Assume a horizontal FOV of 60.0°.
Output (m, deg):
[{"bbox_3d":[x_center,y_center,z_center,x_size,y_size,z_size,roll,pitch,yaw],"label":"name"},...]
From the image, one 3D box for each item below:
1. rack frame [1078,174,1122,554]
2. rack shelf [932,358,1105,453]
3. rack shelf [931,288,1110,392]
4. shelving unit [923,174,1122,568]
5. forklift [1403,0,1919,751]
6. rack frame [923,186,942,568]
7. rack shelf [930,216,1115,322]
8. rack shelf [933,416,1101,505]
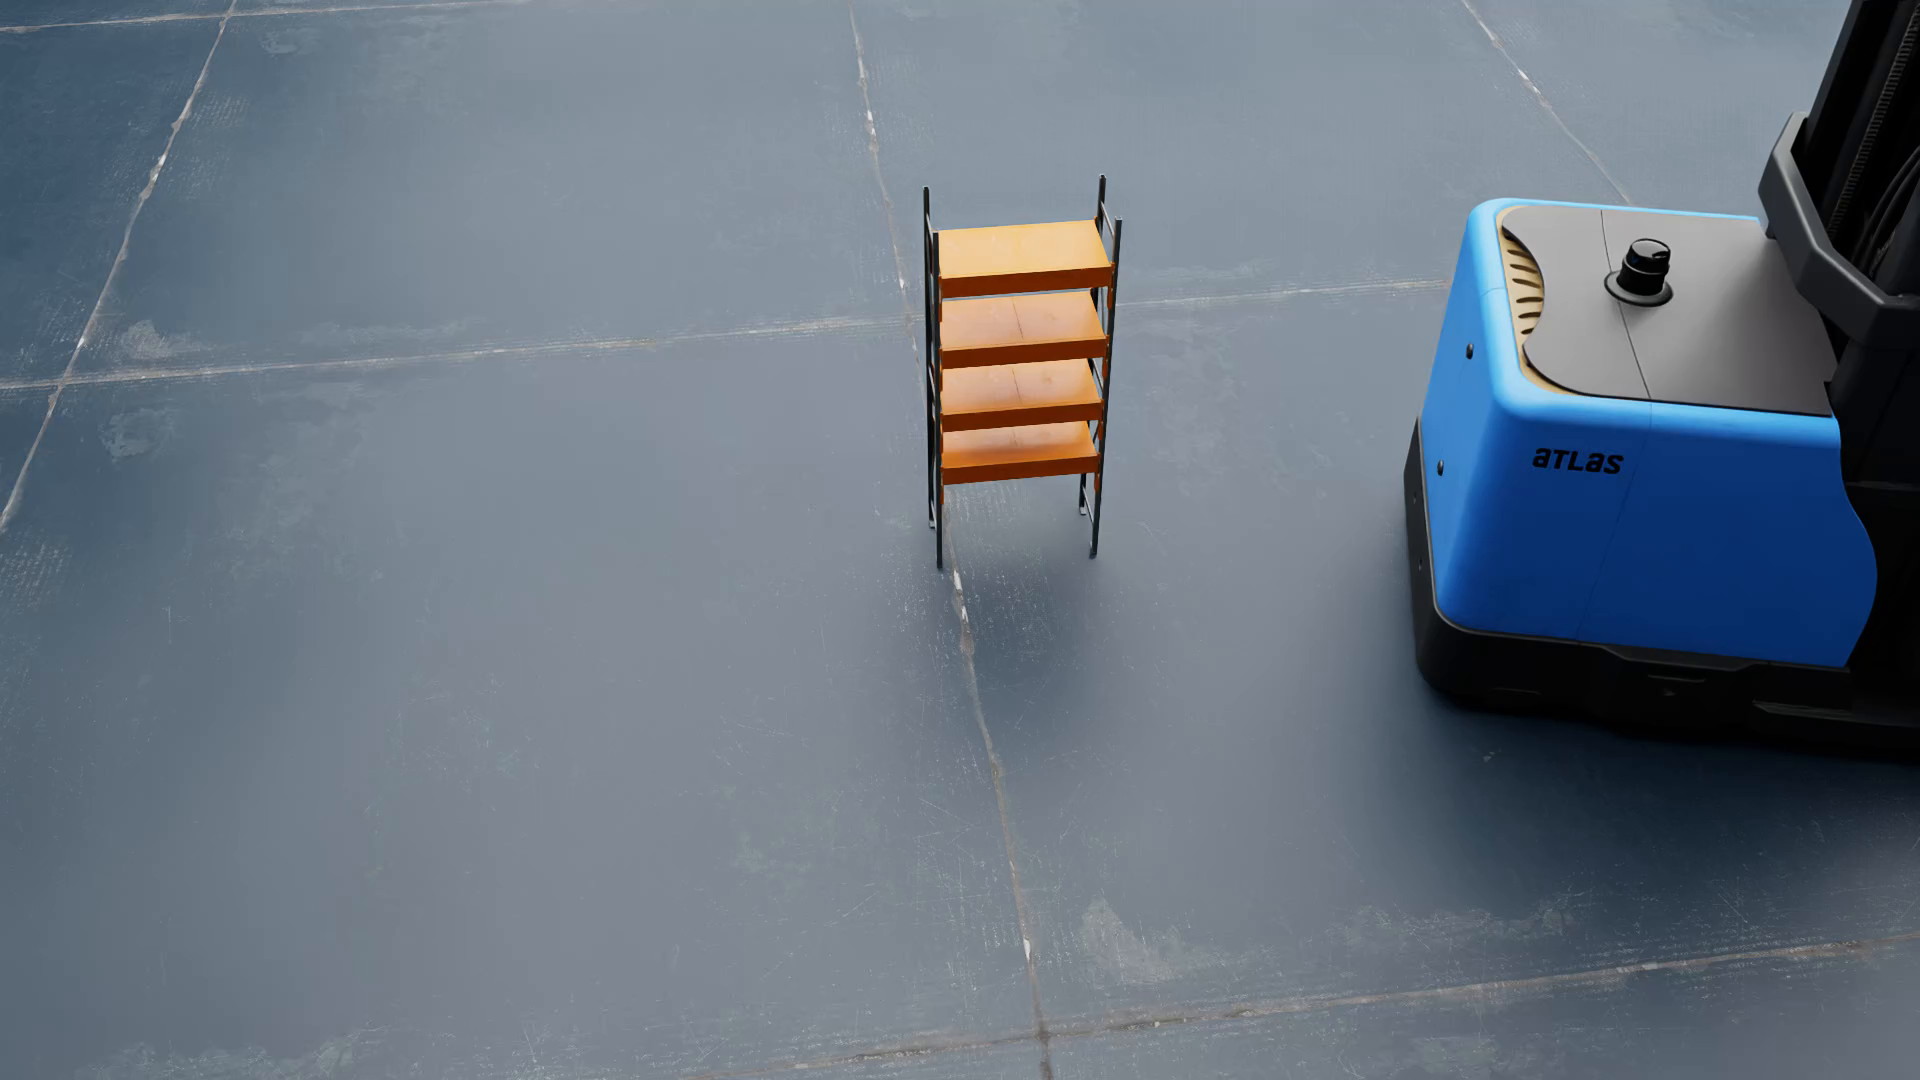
[{"bbox_3d":[0.406,-0.481,4.888,0.015,1.200,0.240,-5,42,-6],"label":"rack frame"},{"bbox_3d":[0.164,-0.410,4.909,0.480,0.148,0.258,-5,42,-6],"label":"rack shelf"},{"bbox_3d":[0.164,-0.576,4.759,0.480,0.148,0.258,-5,42,-6],"label":"rack shelf"},{"bbox_3d":[0.164,-0.460,4.864,0.503,1.200,0.258,-5,42,-6],"label":"shelving unit"},{"bbox_3d":[2.867,-0.811,3.960,3.031,2.935,1.130,6,42,6],"label":"forklift"},{"bbox_3d":[-0.078,-0.439,4.841,0.015,1.200,0.240,-5,42,-6],"label":"rack frame"},{"bbox_3d":[0.164,-0.752,4.601,0.480,0.148,0.258,-5,42,-6],"label":"rack shelf"},{"bbox_3d":[0.164,-0.263,5.042,0.480,0.148,0.258,-5,42,-6],"label":"rack shelf"}]
